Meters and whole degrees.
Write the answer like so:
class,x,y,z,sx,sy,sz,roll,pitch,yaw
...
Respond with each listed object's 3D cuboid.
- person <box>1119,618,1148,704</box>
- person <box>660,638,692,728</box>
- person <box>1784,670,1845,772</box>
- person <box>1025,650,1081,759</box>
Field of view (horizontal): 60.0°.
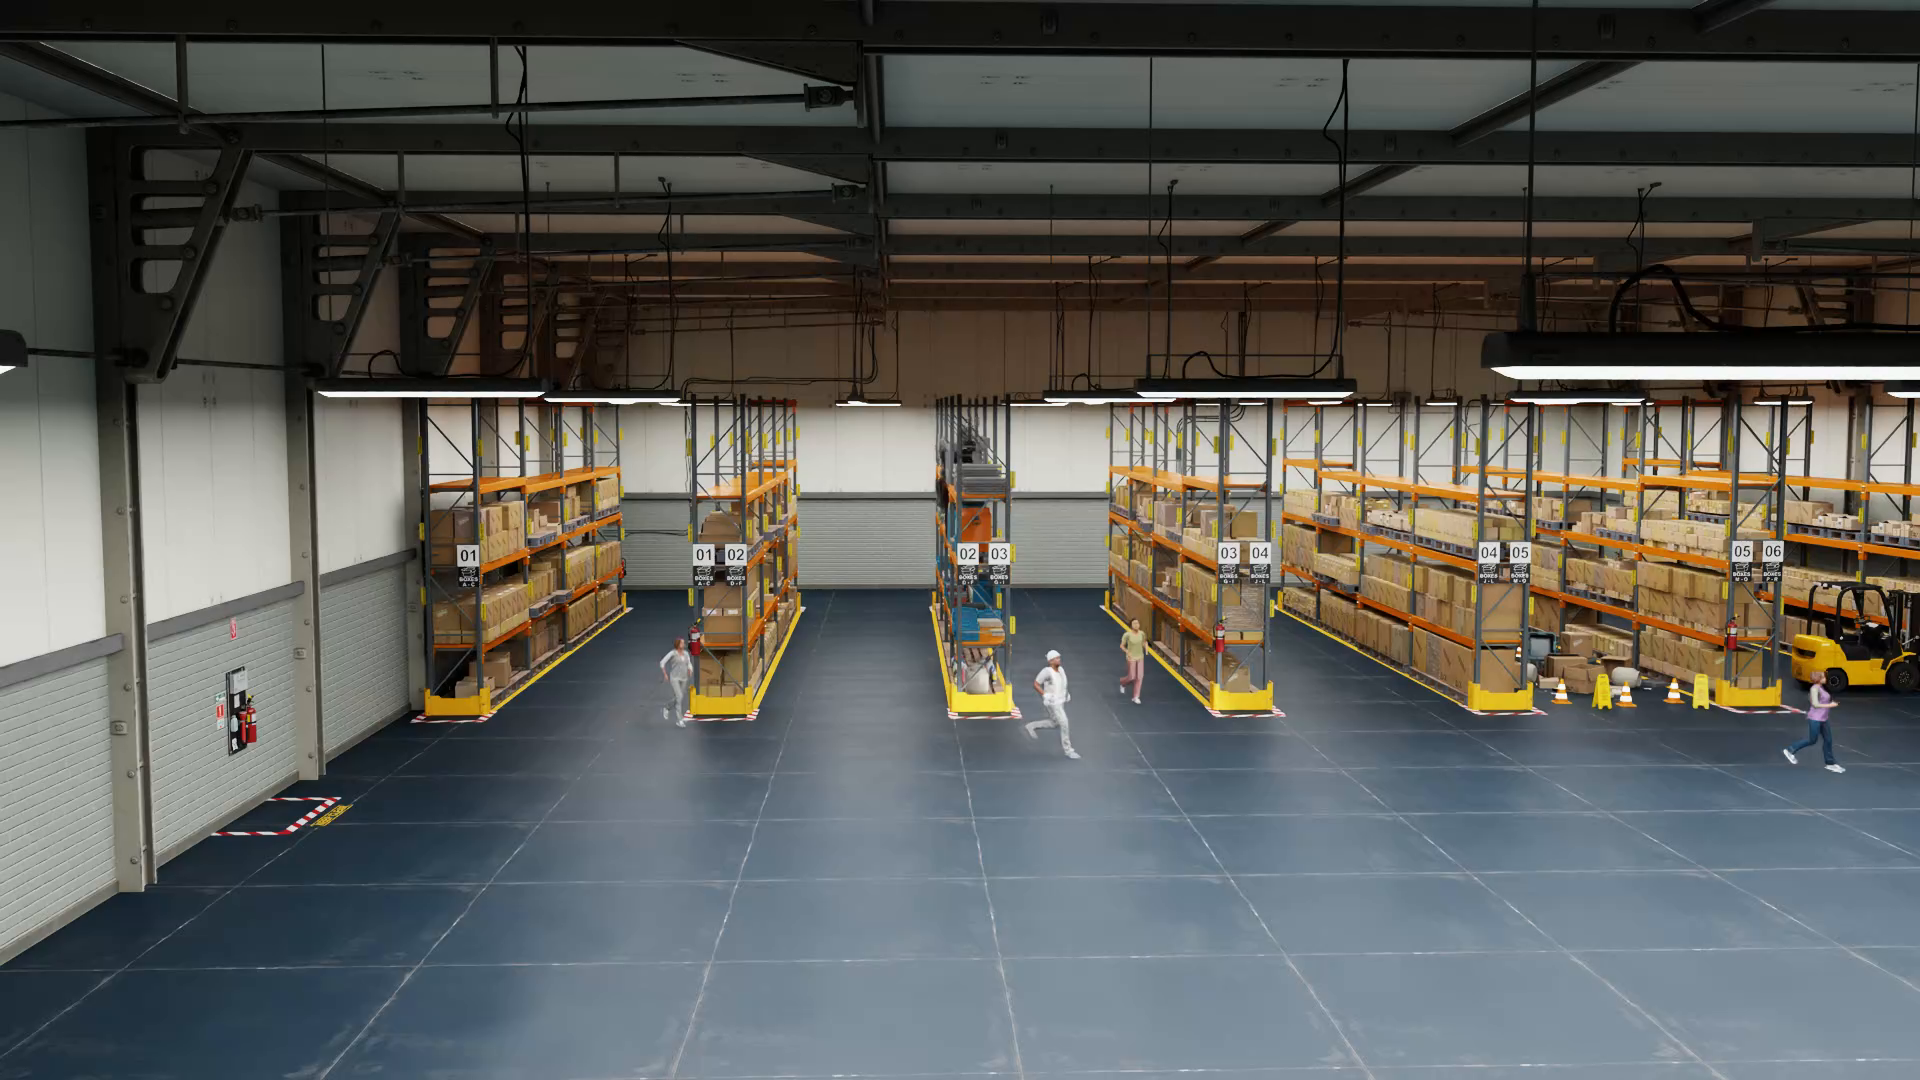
class,x,y,z,sx,sy,sz,roll,pitch,yaw
person,3.427,2.345,32.676,0.584,1.652,0.722,-1,5,-15
person,-5.112,2.577,30.219,0.575,1.563,0.740,-4,6,-42
person,13.546,2.844,26.305,0.879,1.586,0.544,4,6,42
person,1.539,2.702,27.527,1.064,1.768,0.658,2,5,27
